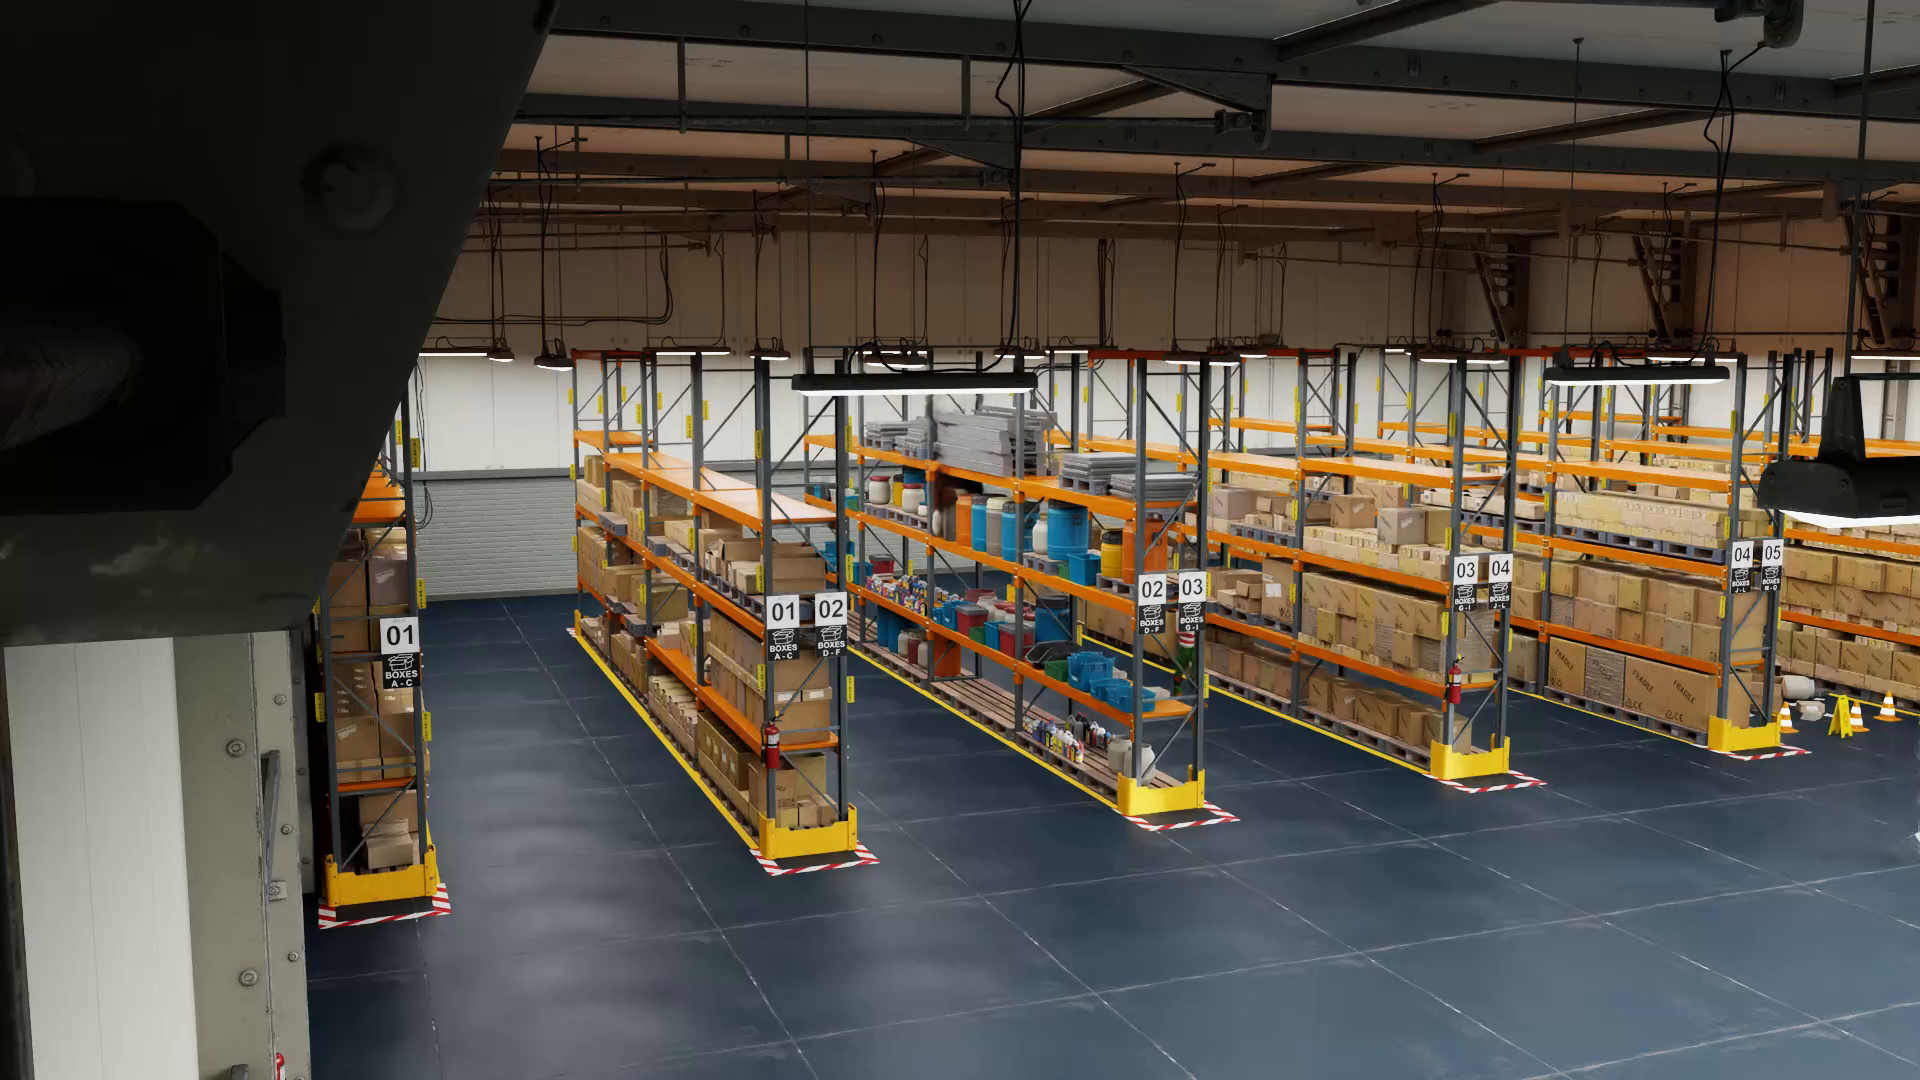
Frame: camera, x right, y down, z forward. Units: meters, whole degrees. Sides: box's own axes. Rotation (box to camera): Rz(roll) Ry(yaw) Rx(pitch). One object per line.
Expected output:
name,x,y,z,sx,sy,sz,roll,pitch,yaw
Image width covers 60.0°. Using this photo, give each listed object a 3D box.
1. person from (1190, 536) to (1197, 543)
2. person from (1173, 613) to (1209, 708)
person,5.954,0.362,41.578,0.724,1.666,0.614,-3,8,-19
person,3.774,1.775,27.140,0.637,1.866,0.725,-4,8,-31
